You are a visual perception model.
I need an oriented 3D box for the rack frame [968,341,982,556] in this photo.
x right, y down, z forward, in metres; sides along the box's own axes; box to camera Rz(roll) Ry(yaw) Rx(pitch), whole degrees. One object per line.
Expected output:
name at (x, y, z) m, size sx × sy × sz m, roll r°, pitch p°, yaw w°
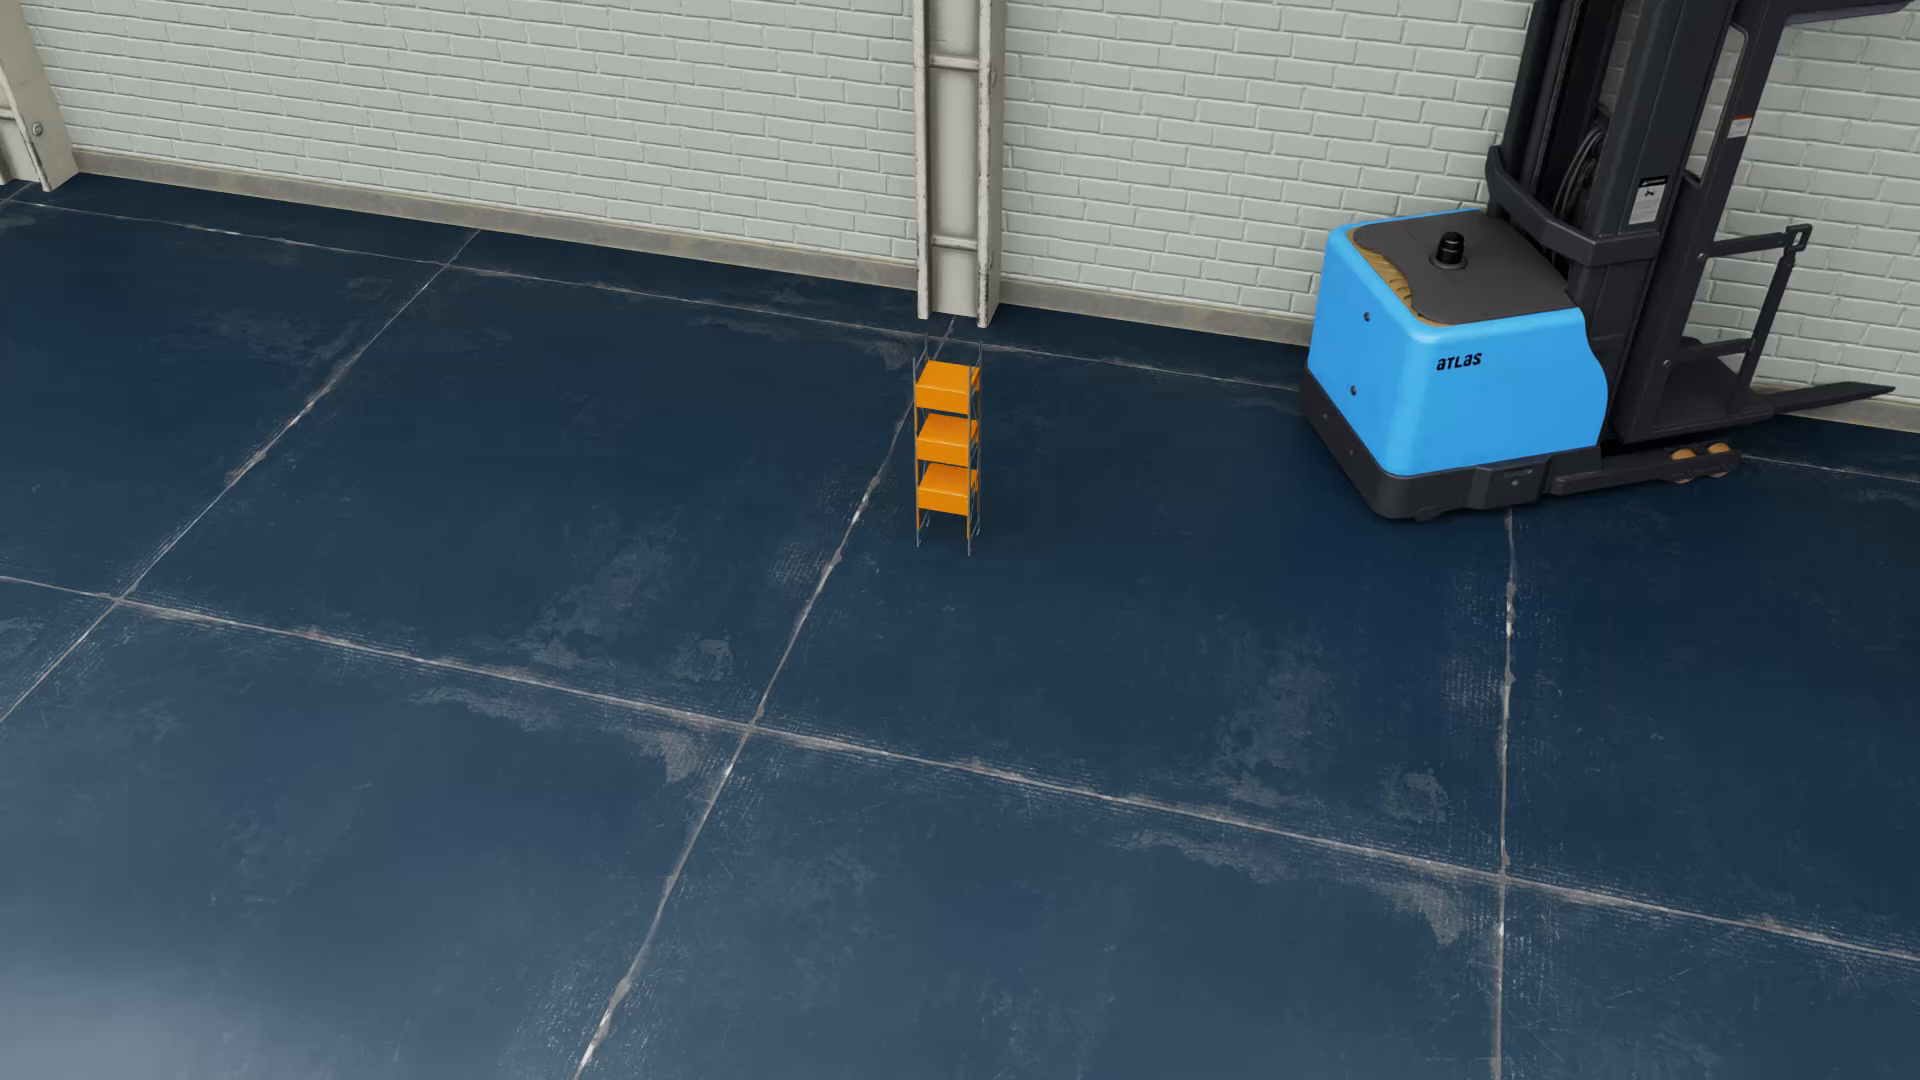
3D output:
rack frame at (0.066, -0.391, 7.399) m, size 0.008 × 1.050 × 0.200 m, roll 10°, pitch 41°, yaw 11°

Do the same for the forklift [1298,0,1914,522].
forklift at (3.294, -1.719, 7.517) m, size 3.031 × 2.935 × 1.130 m, roll -9°, pitch 41°, yaw -11°

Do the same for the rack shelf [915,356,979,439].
rack shelf at (-0.052, -0.620, 7.247) m, size 0.240 × 0.259 × 0.215 m, roll 10°, pitch 41°, yaw 11°

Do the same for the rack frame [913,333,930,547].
rack frame at (-0.170, -0.431, 7.447) m, size 0.008 × 1.050 × 0.200 m, roll 10°, pitch 41°, yaw 11°

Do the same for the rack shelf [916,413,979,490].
rack shelf at (-0.052, -0.403, 7.430) m, size 0.240 × 0.259 × 0.215 m, roll 10°, pitch 41°, yaw 11°

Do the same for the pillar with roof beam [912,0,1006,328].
pillar with roof beam at (-1.116, -2.065, 3.212) m, size 0.400 × 9.000 × 9.100 m, roll 10°, pitch 41°, yaw 11°

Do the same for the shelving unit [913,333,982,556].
shelving unit at (-0.052, -0.411, 7.423) m, size 0.252 × 1.050 × 0.215 m, roll 10°, pitch 41°, yaw 11°

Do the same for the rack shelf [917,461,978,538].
rack shelf at (-0.052, -0.190, 7.608) m, size 0.240 × 0.259 × 0.215 m, roll 10°, pitch 41°, yaw 11°

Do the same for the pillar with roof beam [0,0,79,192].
pillar with roof beam at (-6.912, -3.062, 4.399) m, size 0.400 × 9.000 × 9.100 m, roll 10°, pitch 41°, yaw 11°
